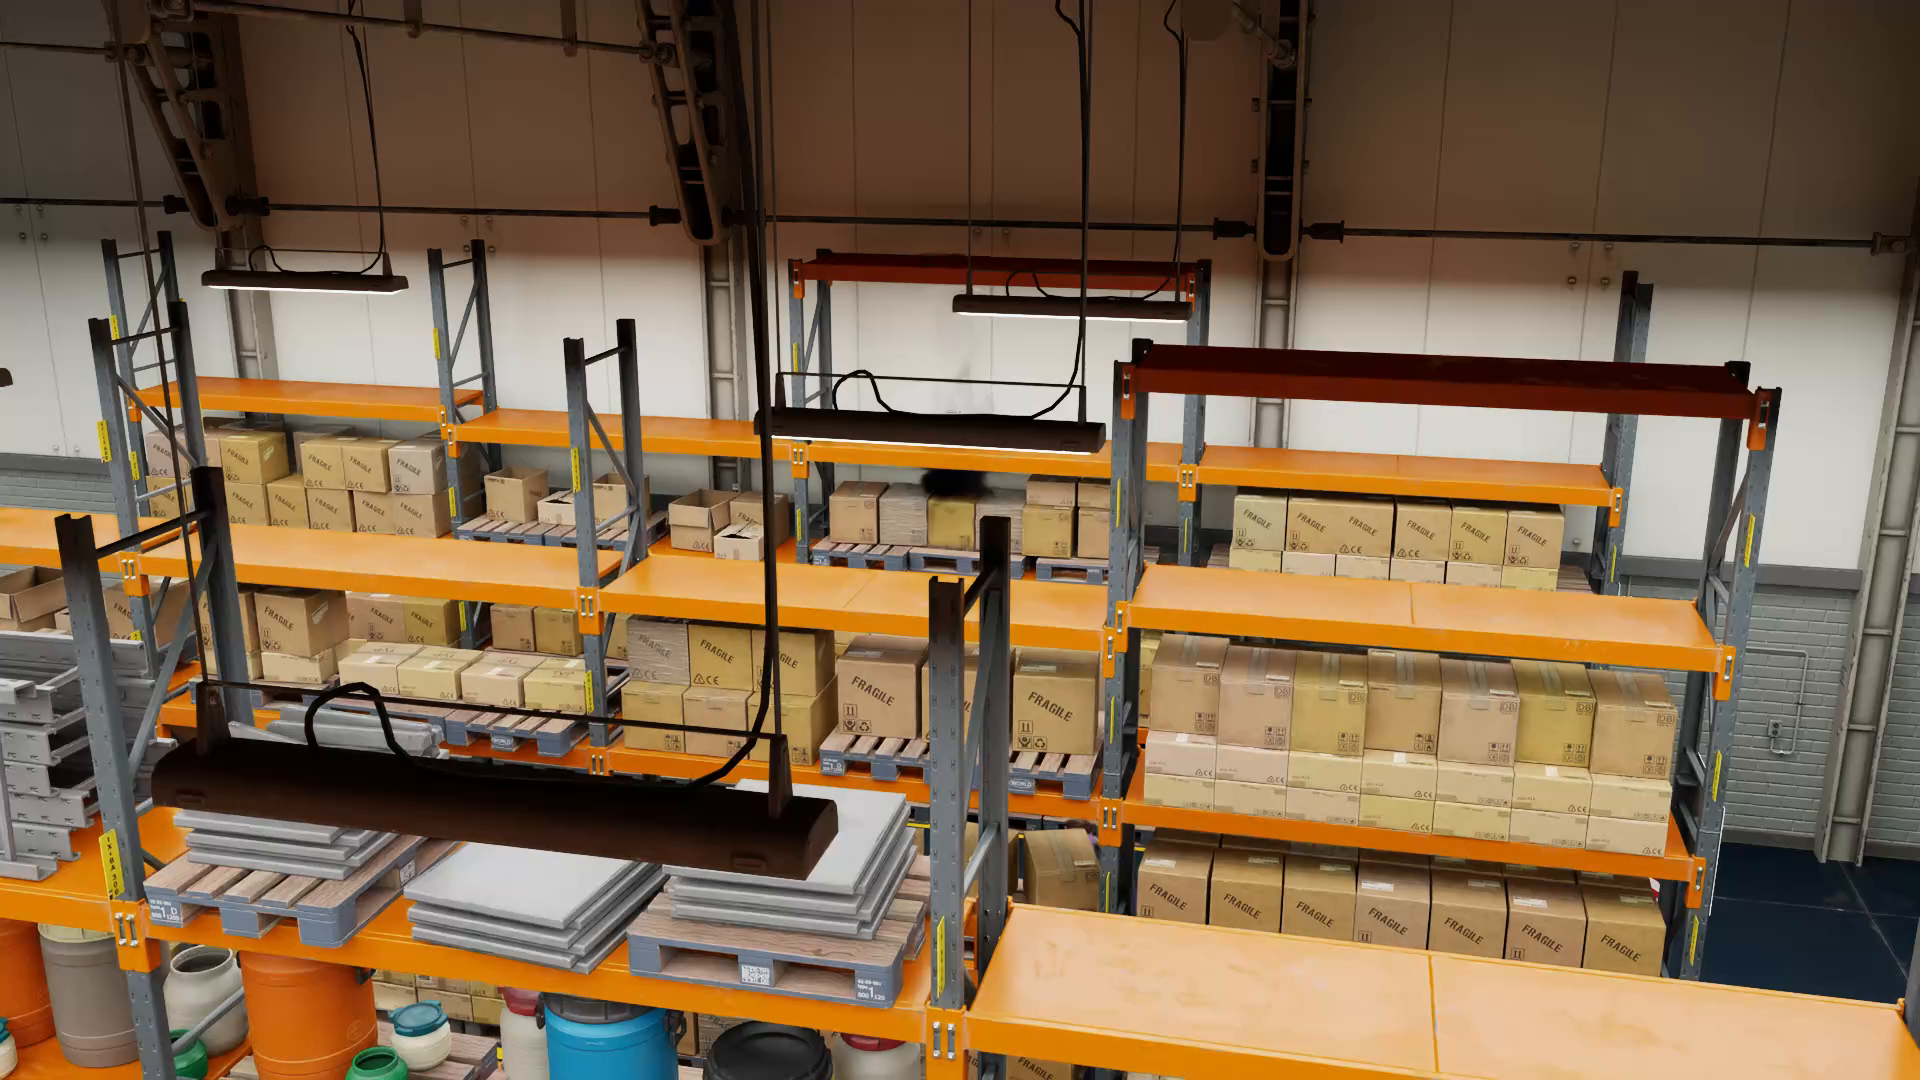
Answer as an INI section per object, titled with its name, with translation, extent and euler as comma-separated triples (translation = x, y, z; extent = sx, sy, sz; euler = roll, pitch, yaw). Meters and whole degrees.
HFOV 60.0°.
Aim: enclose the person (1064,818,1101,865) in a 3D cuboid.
[person]
translation = 1.129, 3.194, 14.660
extent = 0.817, 1.638, 0.510
euler = 4, 17, 13
